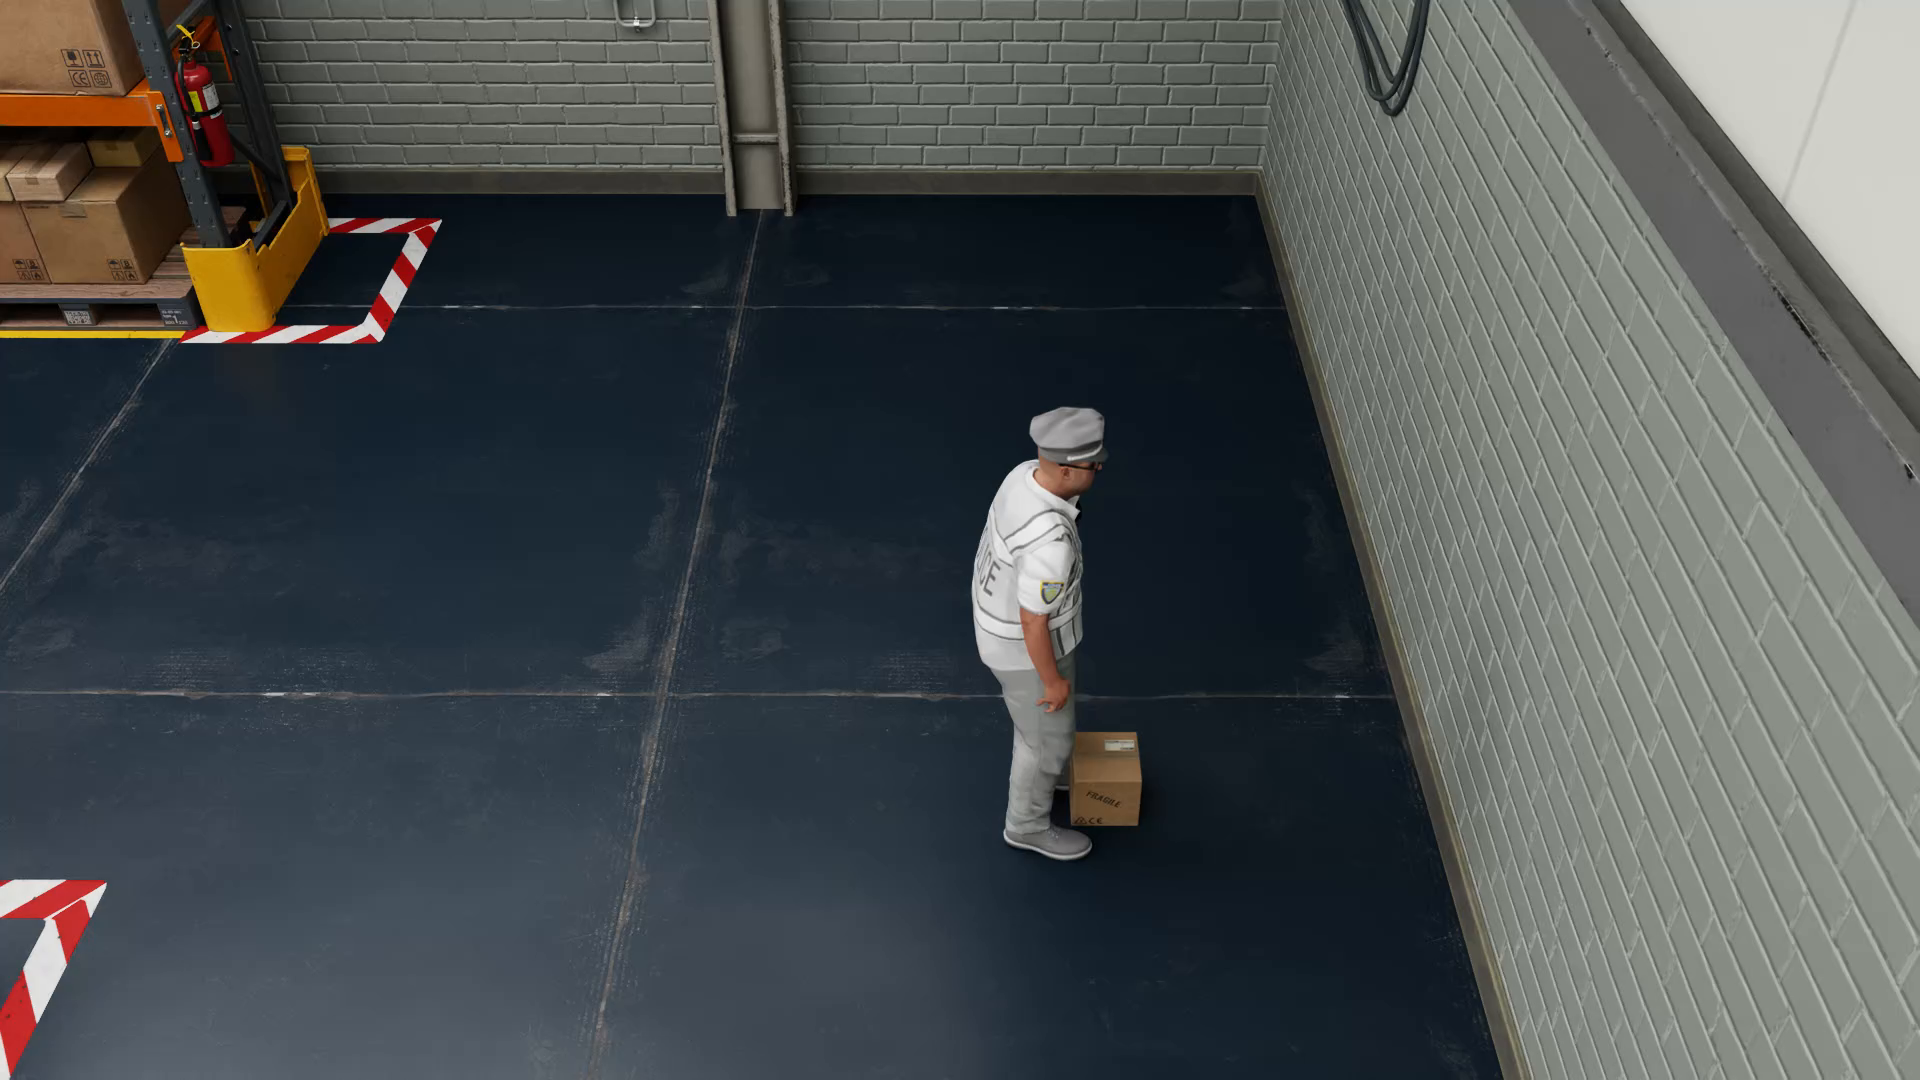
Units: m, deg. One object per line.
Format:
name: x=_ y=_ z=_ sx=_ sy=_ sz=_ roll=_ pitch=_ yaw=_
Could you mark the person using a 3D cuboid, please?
person: x=0.283 y=0.321 z=5.761 sx=0.480 sy=1.743 sz=0.593 roll=-2 pitch=39 yaw=-2
